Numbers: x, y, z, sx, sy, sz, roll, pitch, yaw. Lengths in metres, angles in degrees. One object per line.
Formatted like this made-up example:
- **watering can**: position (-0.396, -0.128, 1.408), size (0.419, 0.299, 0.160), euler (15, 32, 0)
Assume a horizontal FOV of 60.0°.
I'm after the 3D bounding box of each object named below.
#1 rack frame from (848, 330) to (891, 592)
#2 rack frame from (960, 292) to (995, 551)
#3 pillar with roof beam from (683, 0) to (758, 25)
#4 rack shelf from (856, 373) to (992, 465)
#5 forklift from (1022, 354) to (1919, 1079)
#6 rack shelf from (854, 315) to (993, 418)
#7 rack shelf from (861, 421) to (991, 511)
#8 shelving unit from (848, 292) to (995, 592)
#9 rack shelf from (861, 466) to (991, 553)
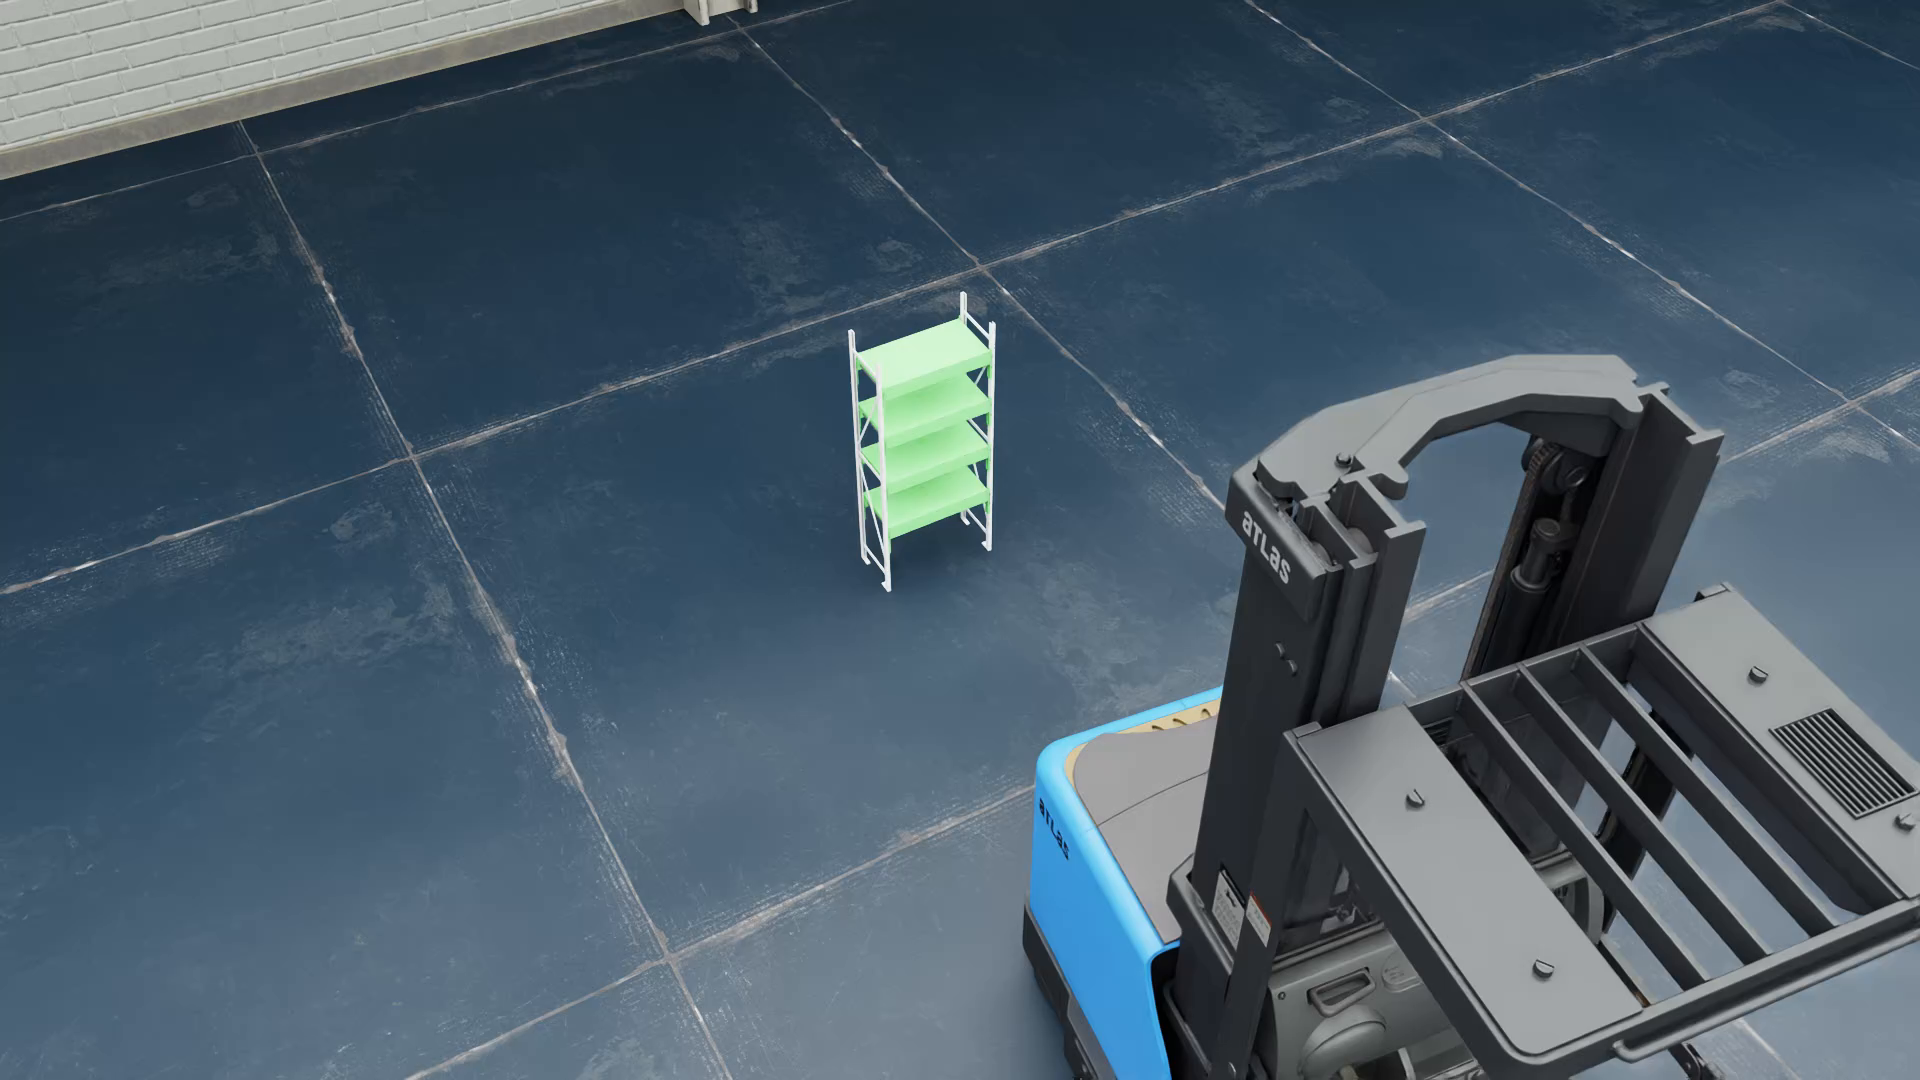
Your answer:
- **rack frame**: position (-0.355, -0.288, 6.615), size (0.015, 1.200, 0.240), euler (-22, 48, -21)
- **rack frame**: position (0.068, -0.458, 6.790), size (0.015, 1.200, 0.240), euler (-22, 48, -21)
- **pillar with roof beam**: position (0.601, -4.051, 4.892), size (0.400, 9.000, 9.100), euler (-22, 48, -21)
- **rack shelf**: position (-0.144, -0.500, 6.580), size (0.480, 0.148, 0.258), euler (-22, 48, -21)
- **forklift**: position (1.242, 1.163, 3.877), size (1.130, 2.935, 3.031), euler (-16, 46, -16)
- **rack shelf**: position (-0.144, -0.672, 6.413), size (0.480, 0.148, 0.258), euler (-22, 48, -21)
- **rack shelf**: position (-0.144, -0.327, 6.747), size (0.480, 0.148, 0.258), euler (-22, 48, -21)
- **shelving unit**: position (-0.144, -0.373, 6.702), size (0.503, 1.200, 0.258), euler (-22, 48, -21)
- **rack shelf**: position (-0.144, -0.155, 6.914), size (0.480, 0.148, 0.258), euler (-22, 48, -21)
